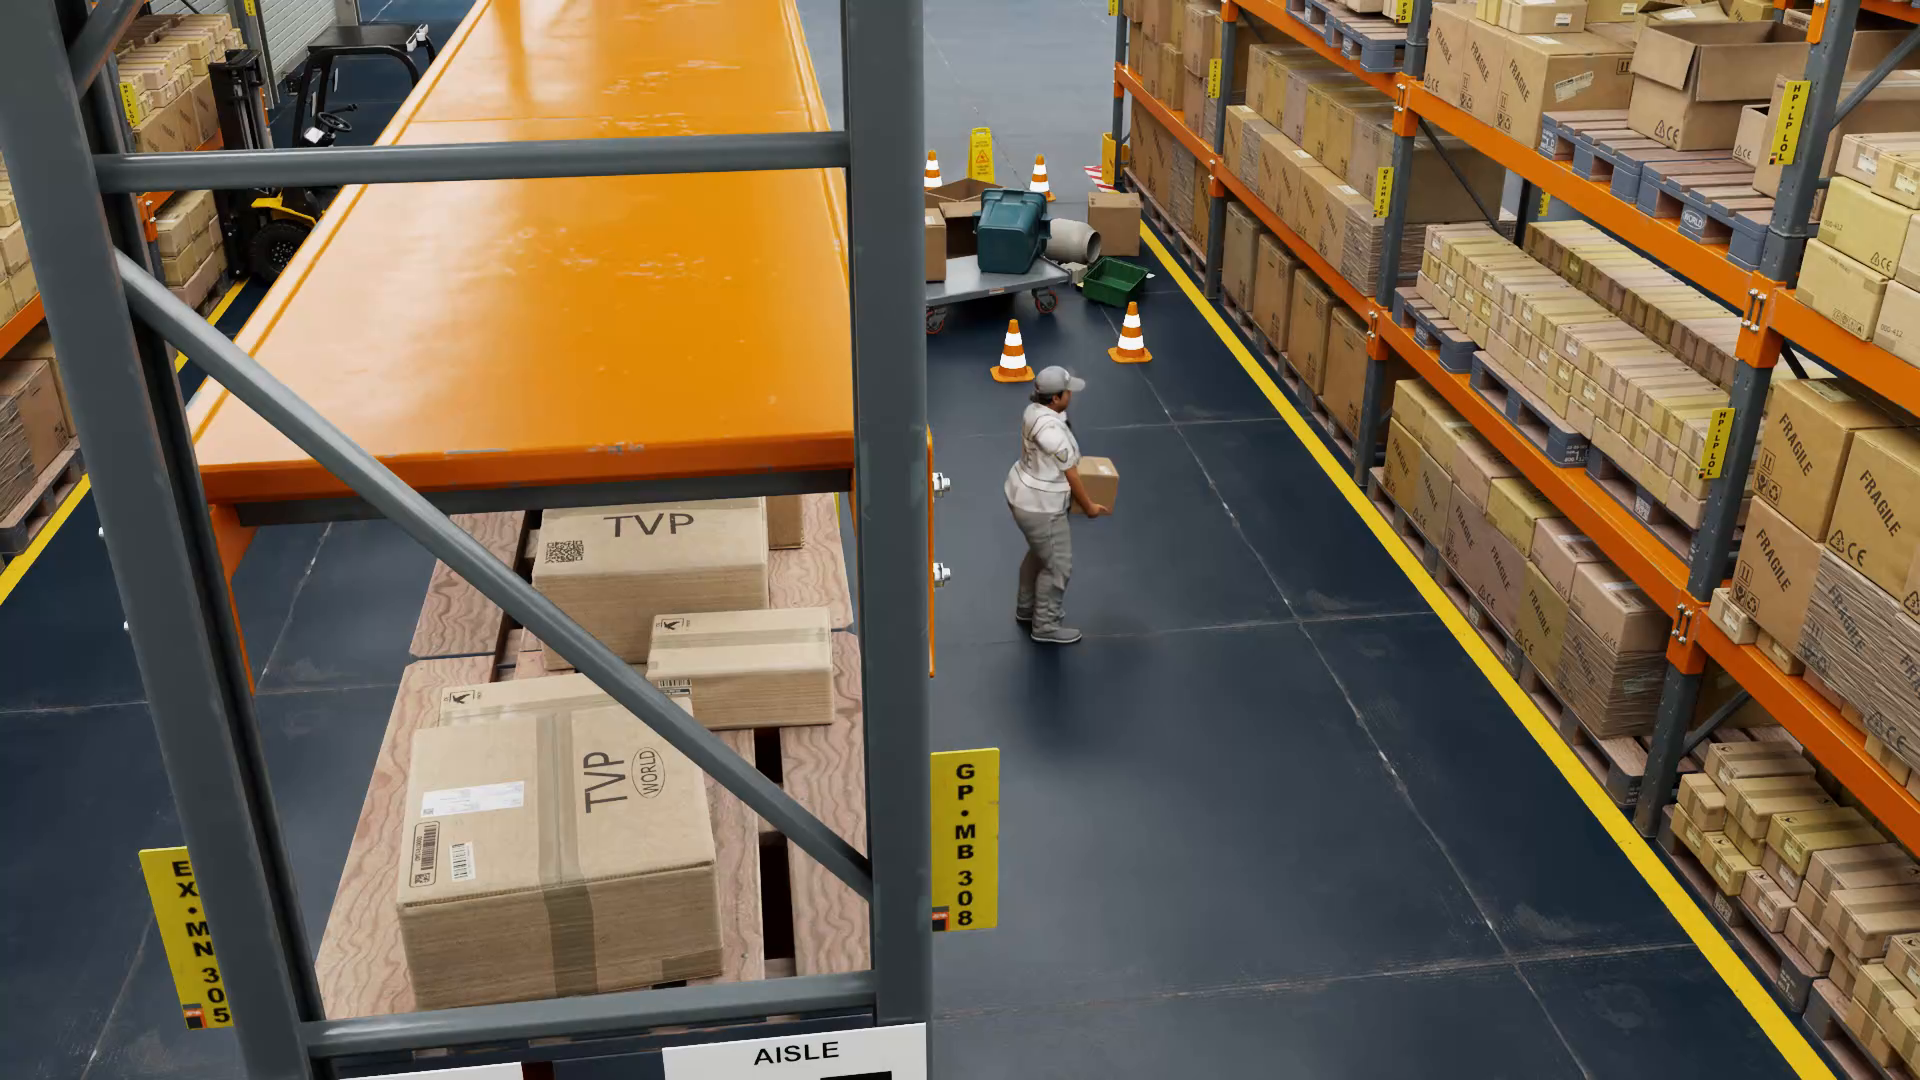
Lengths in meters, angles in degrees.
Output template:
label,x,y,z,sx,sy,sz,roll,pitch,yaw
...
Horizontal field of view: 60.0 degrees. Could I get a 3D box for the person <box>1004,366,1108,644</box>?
label,x,y,z,sx,sy,sz,roll,pitch,yaw
person,0.539,-0.209,9.508,0.560,1.660,0.452,-4,28,-8
